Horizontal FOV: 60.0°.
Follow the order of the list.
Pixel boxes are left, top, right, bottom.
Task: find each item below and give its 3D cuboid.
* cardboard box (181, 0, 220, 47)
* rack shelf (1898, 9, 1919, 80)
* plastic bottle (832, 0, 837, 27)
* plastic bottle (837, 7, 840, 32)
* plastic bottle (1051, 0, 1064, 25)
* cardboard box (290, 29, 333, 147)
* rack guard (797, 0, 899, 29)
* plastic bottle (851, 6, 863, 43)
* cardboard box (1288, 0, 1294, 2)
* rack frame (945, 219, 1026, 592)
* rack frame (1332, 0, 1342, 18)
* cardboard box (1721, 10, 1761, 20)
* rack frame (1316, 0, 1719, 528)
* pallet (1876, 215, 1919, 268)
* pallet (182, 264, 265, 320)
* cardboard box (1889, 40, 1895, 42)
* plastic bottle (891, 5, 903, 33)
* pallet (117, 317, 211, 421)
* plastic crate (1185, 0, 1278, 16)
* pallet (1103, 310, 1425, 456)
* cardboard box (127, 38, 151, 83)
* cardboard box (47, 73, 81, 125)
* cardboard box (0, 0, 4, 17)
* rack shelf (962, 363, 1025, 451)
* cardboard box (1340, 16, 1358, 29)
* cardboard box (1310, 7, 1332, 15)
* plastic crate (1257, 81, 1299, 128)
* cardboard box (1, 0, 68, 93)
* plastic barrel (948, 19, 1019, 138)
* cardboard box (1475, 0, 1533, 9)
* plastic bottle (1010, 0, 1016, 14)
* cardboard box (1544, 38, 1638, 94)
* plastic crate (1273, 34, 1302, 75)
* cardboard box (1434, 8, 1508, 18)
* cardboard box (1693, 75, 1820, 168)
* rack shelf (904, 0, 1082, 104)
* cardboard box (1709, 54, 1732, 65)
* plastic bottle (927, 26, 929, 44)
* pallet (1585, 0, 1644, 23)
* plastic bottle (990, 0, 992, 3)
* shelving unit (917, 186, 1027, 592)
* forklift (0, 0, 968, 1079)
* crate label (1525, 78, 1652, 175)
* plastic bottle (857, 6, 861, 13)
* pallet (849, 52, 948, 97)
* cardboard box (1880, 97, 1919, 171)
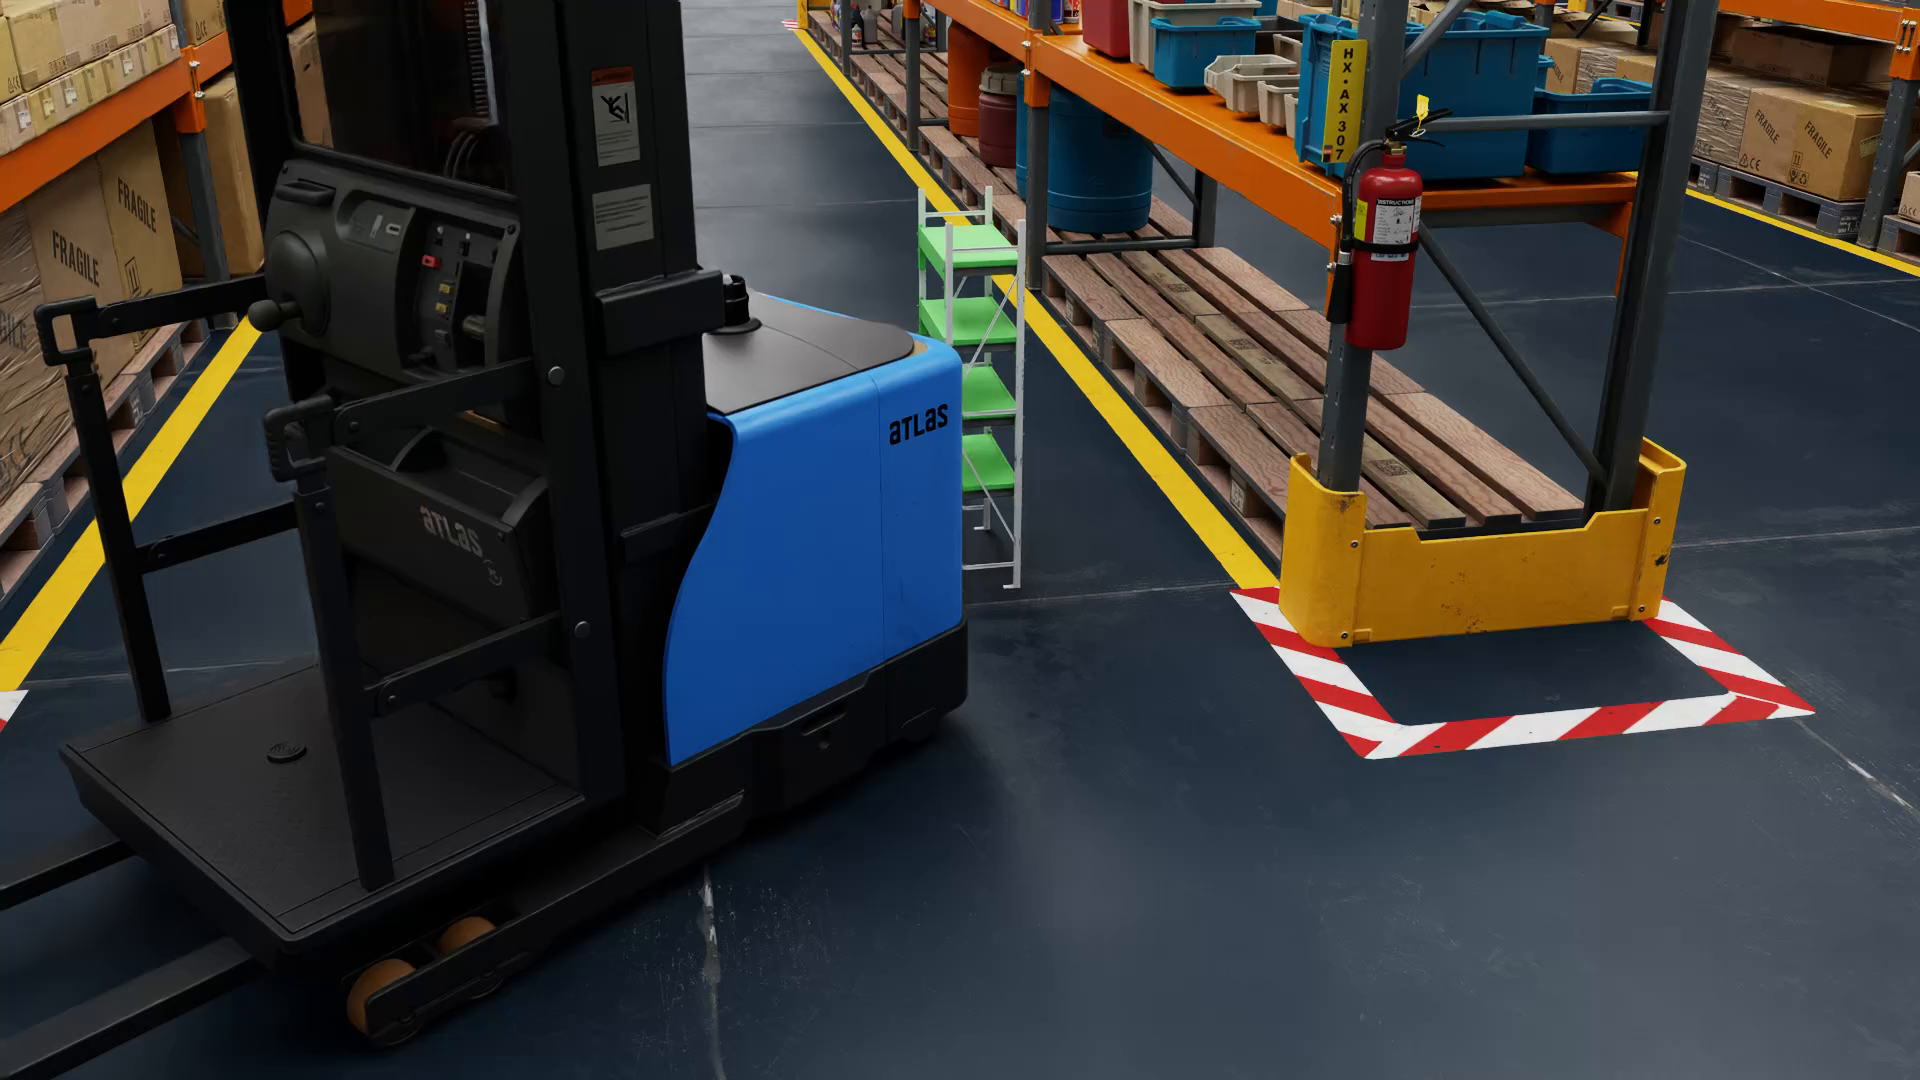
[{"bbox_3d":[-3.862,-2.616,7.867,0.500,0.500,0.500,-4,24,-10],"label":"cardboard box"},{"bbox_3d":[6.083,-1.986,7.448,1.077,0.370,4.000,-4,24,-10],"label":"rack shelf"},{"bbox_3d":[-1.321,-5.587,17.639,0.061,0.283,0.133,-4,24,-9],"label":"plastic bottle"},{"bbox_3d":[-1.226,-5.418,17.268,0.097,0.271,0.097,0,24,0],"label":"plastic bottle"},{"bbox_3d":[0.454,-2.811,8.594,0.152,0.276,0.135,-4,24,-10],"label":"plastic bottle"},{"bbox_3d":[-4.498,-2.538,9.944,1.225,0.875,0.875,-4,24,-10],"label":"cardboard box"},{"bbox_3d":[-1.314,-6.285,19.516,1.175,0.500,0.348,-4,24,-10],"label":"rack guard"},{"bbox_3d":[-1.037,-5.103,16.447,0.144,0.351,0.185,-5,24,-11],"label":"plastic bottle"},{"bbox_3d":[3.756,-6.085,17.909,0.500,0.500,0.500,-4,24,-10],"label":"cardboard box"},{"bbox_3d":[0.076,-0.389,5.141,0.240,1.200,0.015,-4,24,-10],"label":"rack frame"},{"bbox_3d":[4.234,-6.249,16.310,1.000,3.000,0.127,-4,24,-10],"label":"rack frame"},{"bbox_3d":[8.871,-6.078,18.493,0.500,0.500,0.500,-6,24,-14],"label":"cardboard box"},{"bbox_3d":[1.585,-1.164,4.667,1.000,3.000,0.127,-4,24,-10],"label":"rack frame"},{"bbox_3d":[5.840,-1.554,9.045,1.003,0.211,1.213,-4,24,-10],"label":"pallet"},{"bbox_3d":[-4.239,-1.391,8.670,1.003,0.211,1.213,-4,24,-10],"label":"pallet"},{"bbox_3d":[9.454,-4.982,15.982,0.700,0.500,0.500,-4,24,-9],"label":"cardboard box"},{"bbox_3d":[-0.630,-5.406,17.234,0.152,0.276,0.135,-4,24,-10],"label":"plastic bottle"},{"bbox_3d":[-3.959,-0.788,7.290,1.003,0.211,1.213,-4,24,-10],"label":"pallet"},{"bbox_3d":[1.266,-2.599,7.898,0.392,0.384,0.575,-4,24,-10],"label":"plastic crate"},{"bbox_3d":[1.248,-0.692,7.071,1.003,0.211,1.213,-4,24,-10],"label":"pallet"},{"bbox_3d":[-3.549,-1.957,6.798,0.380,0.149,0.250,-5,24,-11],"label":"cardboard box"},{"bbox_3d":[-3.360,-1.554,5.874,0.380,0.149,0.250,-4,24,-9],"label":"cardboard box"},{"bbox_3d":[-3.301,-1.817,5.042,0.500,0.500,0.500,-5,24,-11],"label":"cardboard box"},{"bbox_3d":[0.031,-0.426,5.386,0.258,0.148,0.480,-4,24,-10],"label":"rack shelf"},{"bbox_3d":[4.065,-5.004,16.371,0.500,0.250,0.500,-5,24,-11],"label":"cardboard box"},{"bbox_3d":[3.934,-5.348,17.157,0.500,0.250,0.500,-4,24,-10],"label":"cardboard box"},{"bbox_3d":[1.216,-1.493,5.675,0.396,0.136,0.243,-4,24,-10],"label":"plastic crate"},{"bbox_3d":[-3.400,-1.680,5.665,0.500,0.250,0.500,-5,24,-11],"label":"cardboard box"},{"bbox_3d":[0.212,-3.317,11.784,0.600,0.830,0.708,-4,24,-10],"label":"plastic barrel"},{"bbox_3d":[4.872,-4.702,14.977,0.500,0.311,0.500,-5,24,-10],"label":"cardboard box"},{"bbox_3d":[0.353,-3.052,9.051,0.144,0.351,0.185,-4,24,-10],"label":"plastic bottle"},{"bbox_3d":[4.777,-3.531,12.662,0.500,0.500,0.500,-3,24,-7],"label":"cardboard box"},{"bbox_3d":[1.462,-1.981,6.793,0.293,0.136,0.466,-4,24,-10],"label":"plastic crate"},{"bbox_3d":[4.442,-4.455,14.414,0.500,0.311,0.500,-4,24,-10],"label":"cardboard box"},{"bbox_3d":[5.165,-2.724,10.812,0.500,0.500,0.500,-4,24,-9],"label":"cardboard box"},{"bbox_3d":[0.475,-3.194,10.214,1.077,0.370,4.000,-4,24,-10],"label":"rack shelf"},{"bbox_3d":[5.473,-3.178,11.851,0.500,0.500,0.500,-5,24,-12],"label":"cardboard box"},{"bbox_3d":[-0.281,-5.001,16.399,0.097,0.201,0.097,0,24,0],"label":"plastic bottle"},{"bbox_3d":[8.492,-6.560,20.507,1.003,0.211,1.213,-4,24,-10],"label":"pallet"},{"bbox_3d":[0.220,-3.216,9.613,0.097,0.201,0.097,0,24,0],"label":"plastic bottle"},{"bbox_3d":[0.031,-0.485,5.361,0.258,1.200,0.503,-4,24,-10],"label":"shelving unit"},{"bbox_3d":[-1.341,-0.544,3.334,1.130,2.935,3.031,20,31,38],"label":"forklift"},{"bbox_3d":[1.862,-1.236,4.966,0.416,0.233,0.303,-4,24,-10],"label":"crate label"},{"bbox_3d":[-1.036,-5.293,16.965,0.061,0.283,0.133,-4,24,-10],"label":"plastic bottle"},{"bbox_3d":[-0.451,-4.300,15.332,1.003,0.211,1.213,-4,24,-10],"label":"pallet"},{"bbox_3d":[5.864,-2.367,9.994,0.500,0.500,0.500,-5,24,-12],"label":"cardboard box"}]
